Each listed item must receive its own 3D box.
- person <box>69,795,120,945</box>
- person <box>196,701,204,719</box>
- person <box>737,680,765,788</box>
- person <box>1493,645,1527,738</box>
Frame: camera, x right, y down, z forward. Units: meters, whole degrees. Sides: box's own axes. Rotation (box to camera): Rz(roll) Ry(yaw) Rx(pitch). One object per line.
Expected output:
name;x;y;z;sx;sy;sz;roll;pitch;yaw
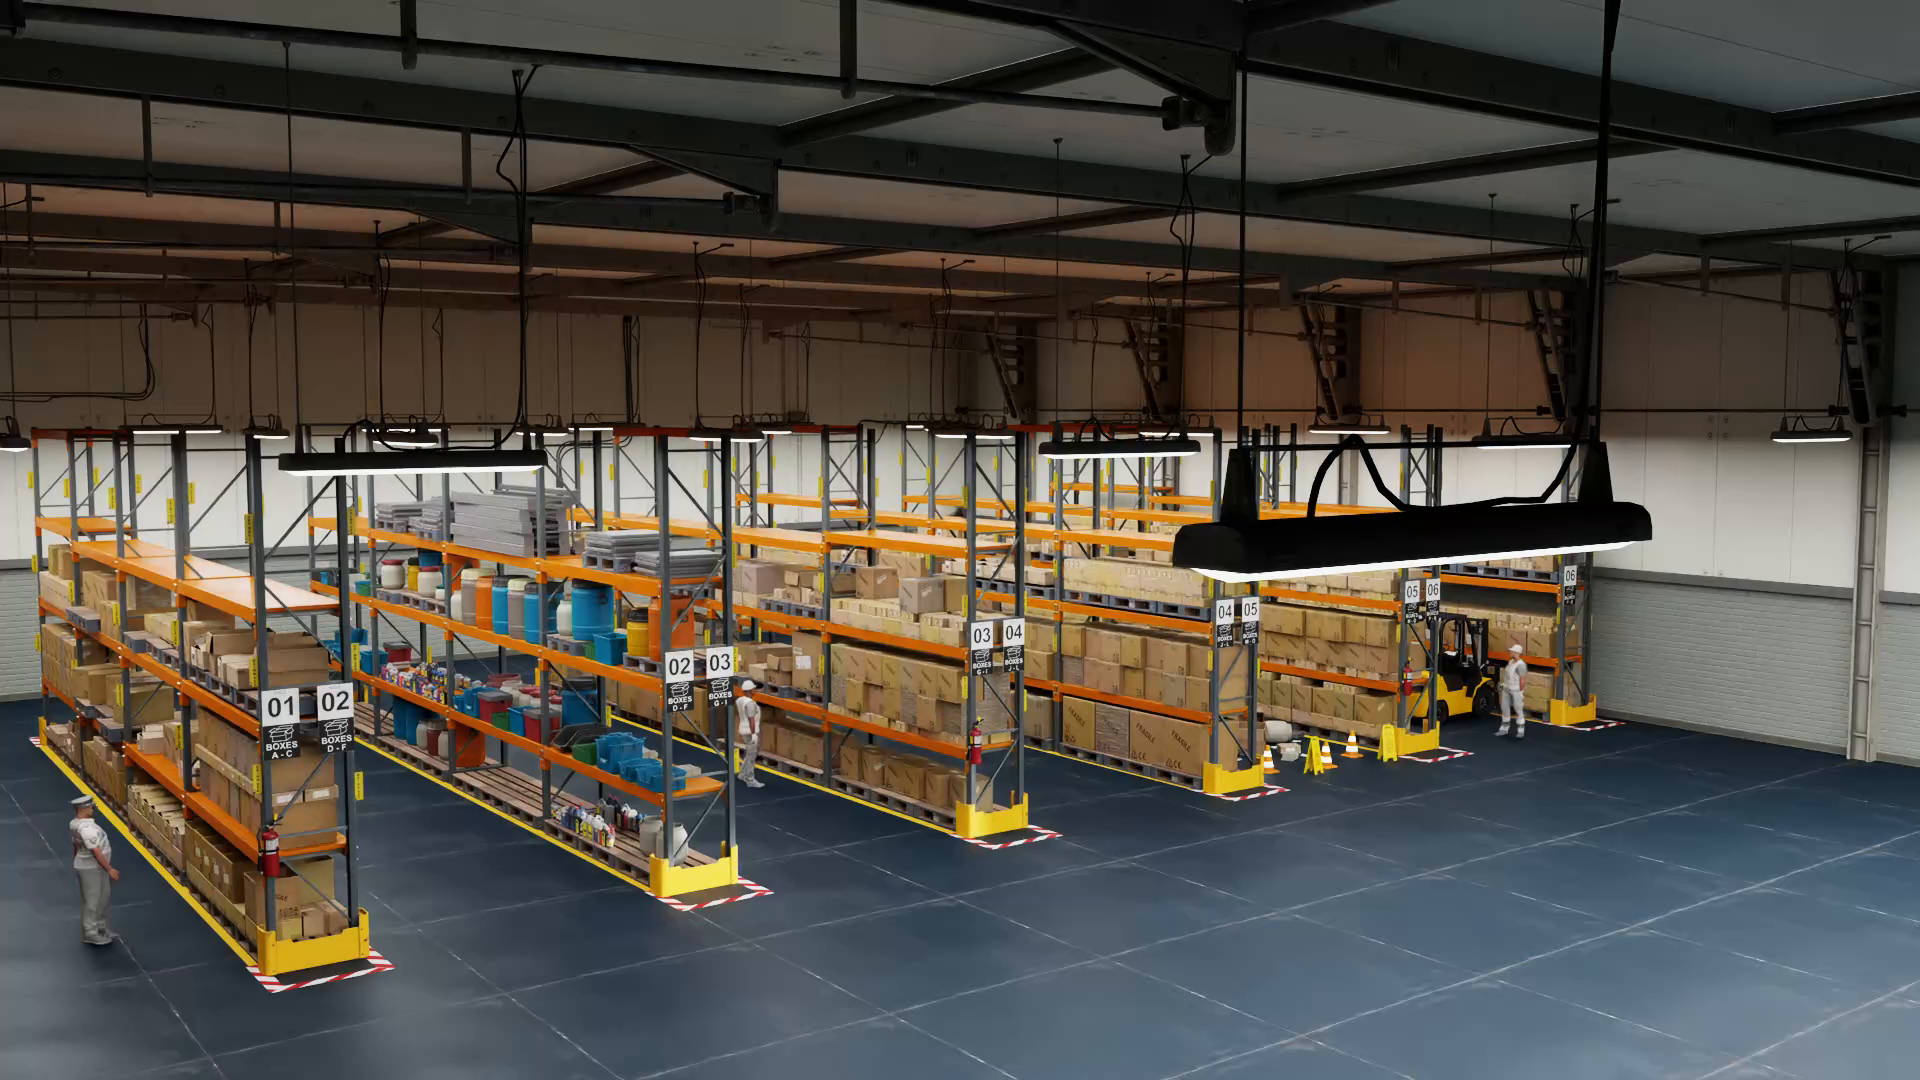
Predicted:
person;-10.257;3.924;19.733;0.573;1.805;0.565;-1;5;-16
person;-14.199;3.039;30.993;0.589;1.724;0.466;3;6;38
person;-3.513;3.258;27.949;0.415;1.807;0.620;-1;5;-17
person;10.631;2.910;32.106;0.431;1.805;0.733;-2;5;-25
